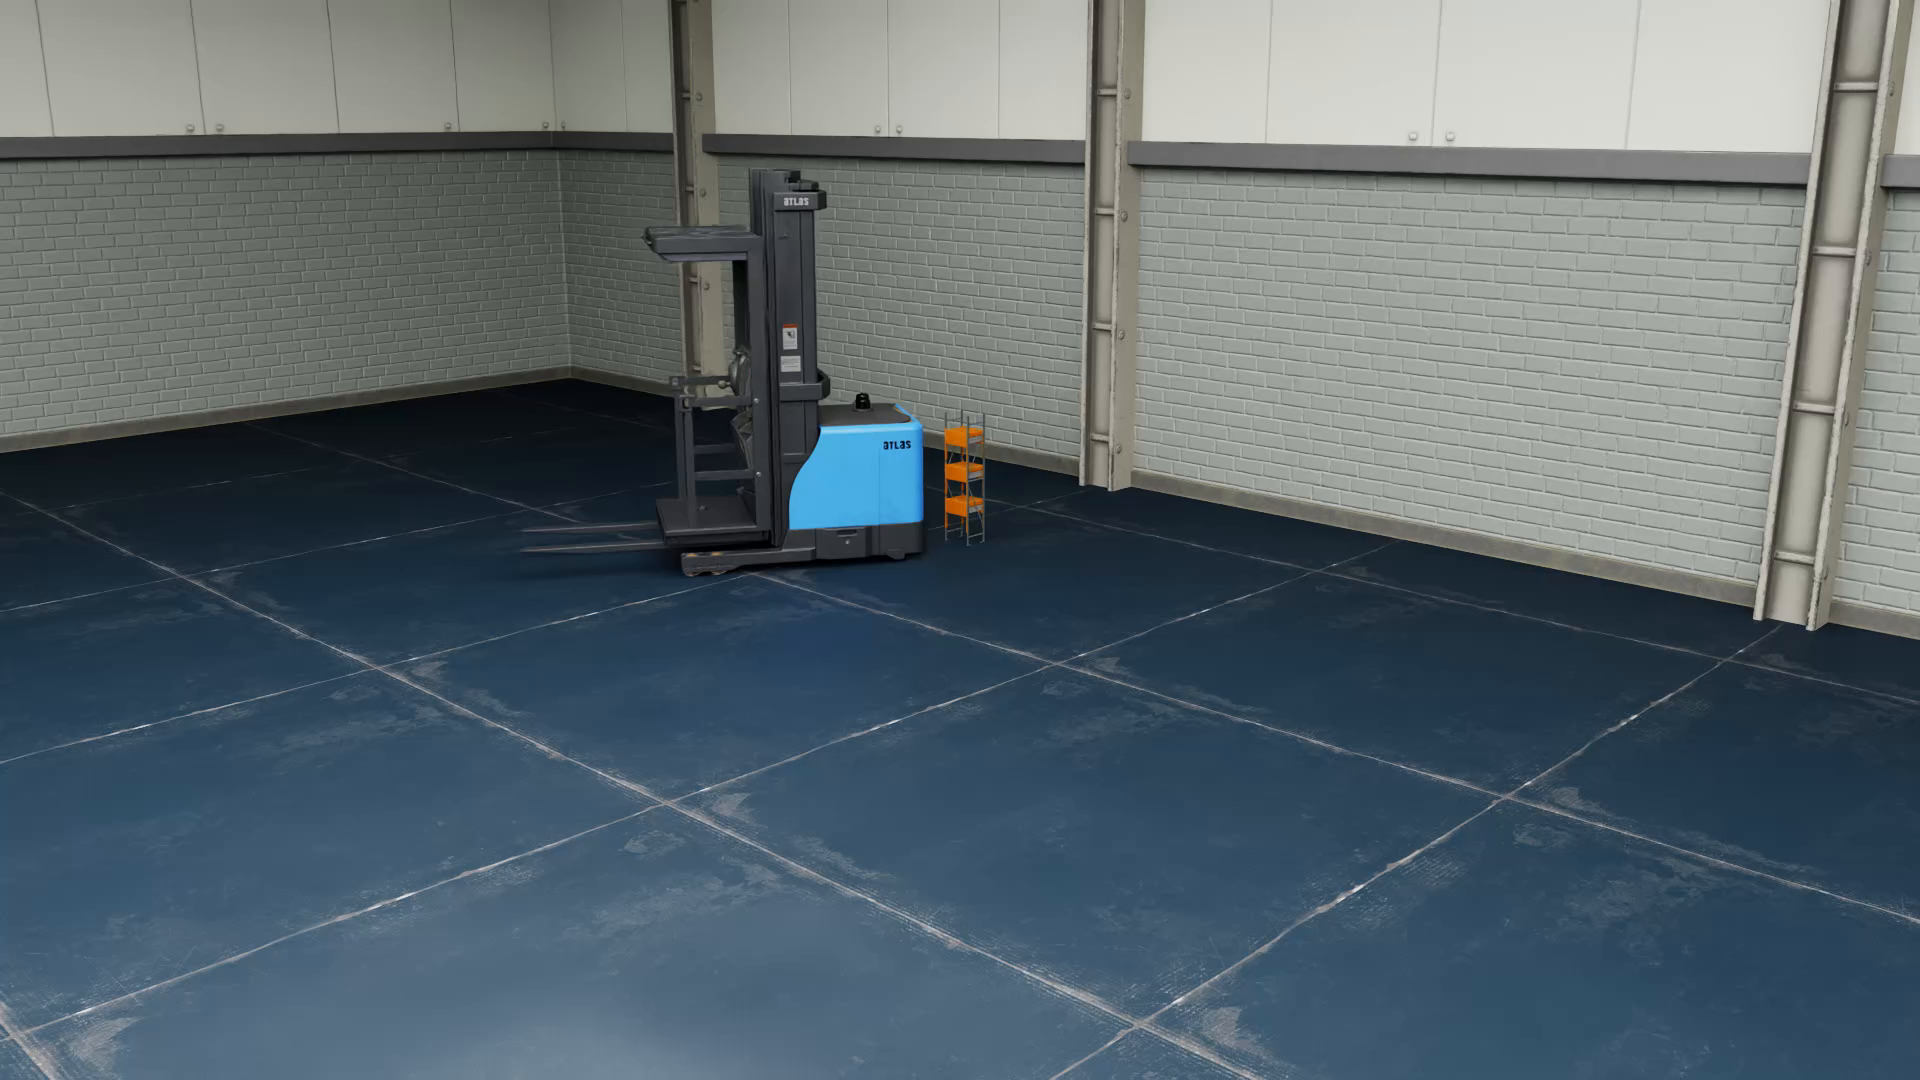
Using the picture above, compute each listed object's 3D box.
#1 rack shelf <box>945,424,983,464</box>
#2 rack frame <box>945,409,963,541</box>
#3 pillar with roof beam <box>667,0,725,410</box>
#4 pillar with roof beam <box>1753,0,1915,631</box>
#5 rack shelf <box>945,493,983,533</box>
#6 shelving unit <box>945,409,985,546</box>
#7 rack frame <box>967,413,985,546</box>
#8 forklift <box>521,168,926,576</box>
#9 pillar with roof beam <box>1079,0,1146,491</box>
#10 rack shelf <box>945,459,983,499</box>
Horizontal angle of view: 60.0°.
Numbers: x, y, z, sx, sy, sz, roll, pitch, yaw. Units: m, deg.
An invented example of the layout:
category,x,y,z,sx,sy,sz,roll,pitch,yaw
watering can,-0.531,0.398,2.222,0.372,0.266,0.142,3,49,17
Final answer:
category,x,y,z,sx,sy,sz,roll,pitch,yaw
rack shelf,0.039,-0.763,13.195,0.240,0.259,0.215,14,20,42
rack frame,-0.049,-0.520,13.346,0.008,1.050,0.200,14,20,42
pillar with roof beam,-5.960,-5.128,15.267,0.400,9.000,9.100,14,20,42
pillar with roof beam,2.679,-3.028,7.207,0.400,9.000,9.100,14,20,42
rack shelf,0.039,-0.219,13.336,0.240,0.259,0.215,14,20,42
shelving unit,0.039,-0.499,13.264,0.252,1.050,0.215,14,20,42
rack frame,0.126,-0.477,13.182,0.008,1.050,0.200,14,20,42
forklift,-1.840,-1.294,12.584,3.031,2.935,1.130,-4,15,-13
pillar with roof beam,-1.641,-4.078,11.237,0.400,9.000,9.100,14,20,42
rack shelf,0.039,-0.488,13.266,0.240,0.259,0.215,14,20,42
